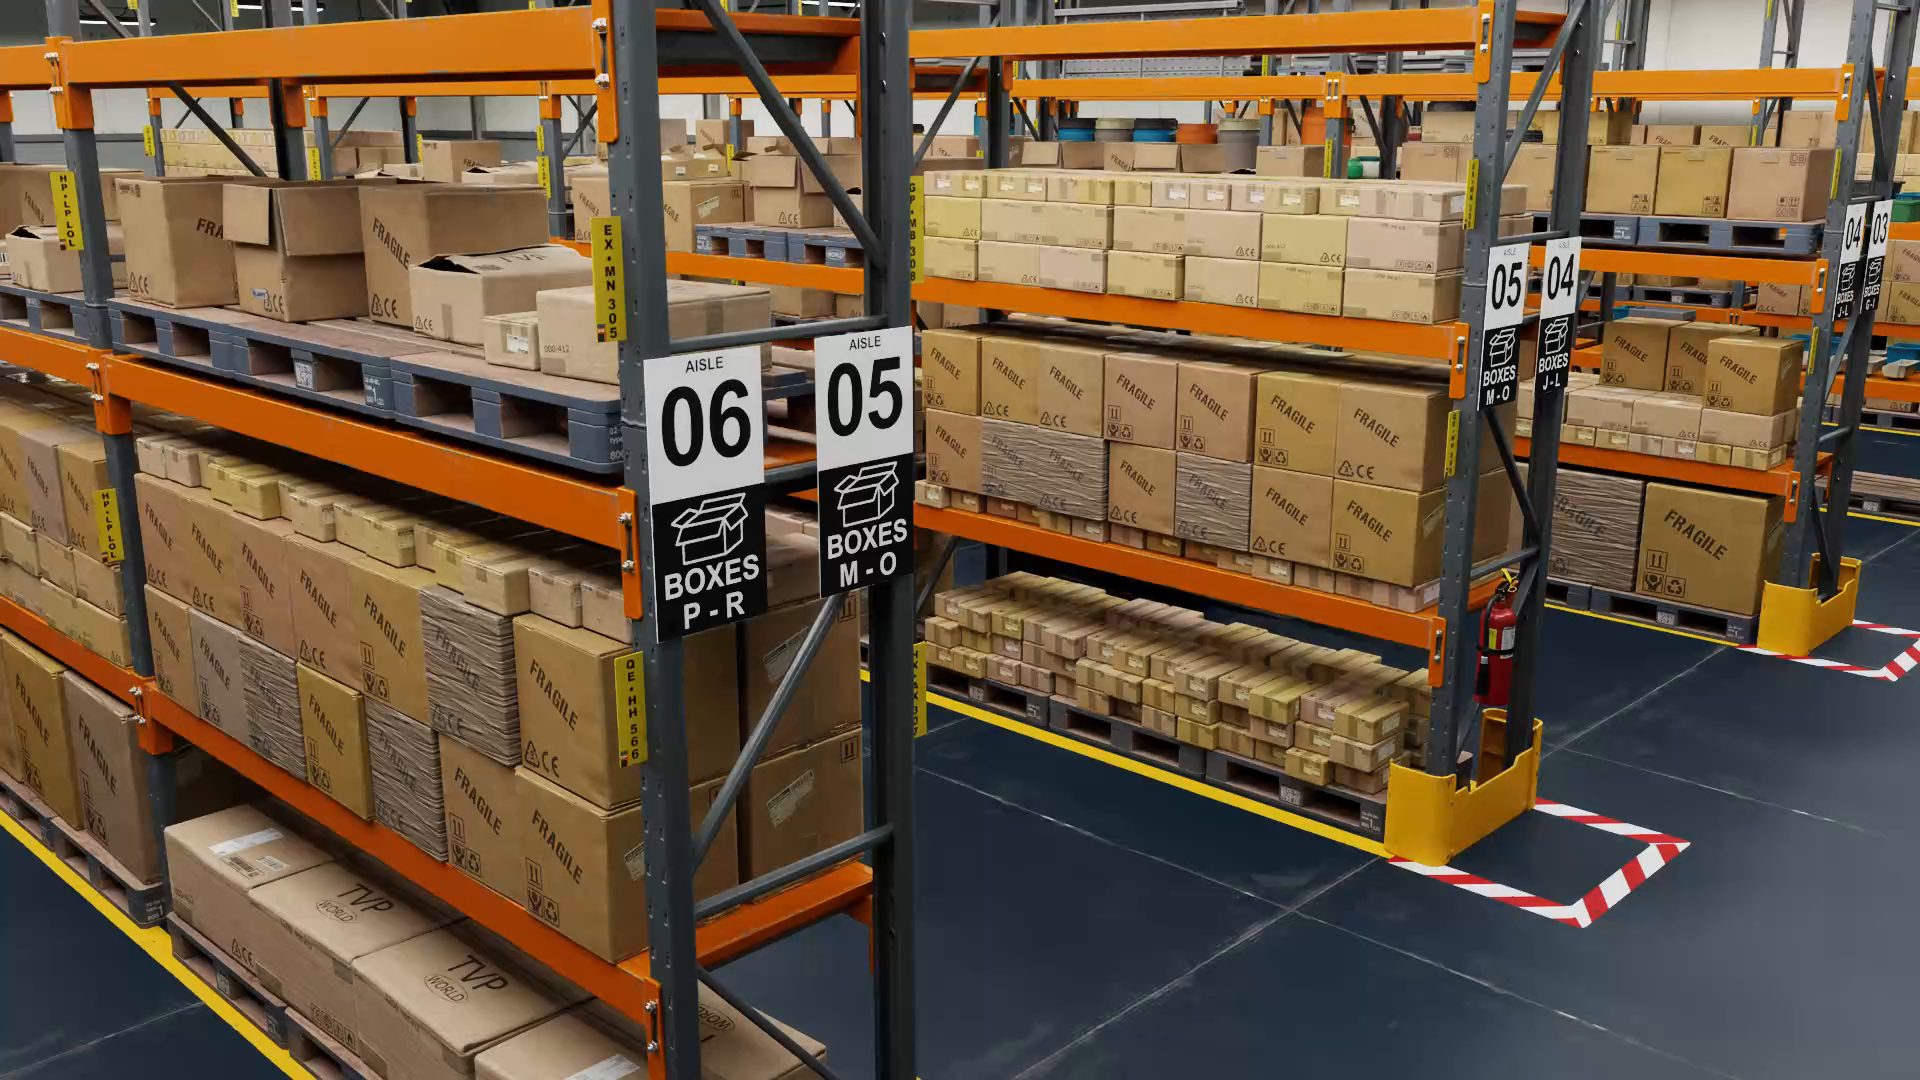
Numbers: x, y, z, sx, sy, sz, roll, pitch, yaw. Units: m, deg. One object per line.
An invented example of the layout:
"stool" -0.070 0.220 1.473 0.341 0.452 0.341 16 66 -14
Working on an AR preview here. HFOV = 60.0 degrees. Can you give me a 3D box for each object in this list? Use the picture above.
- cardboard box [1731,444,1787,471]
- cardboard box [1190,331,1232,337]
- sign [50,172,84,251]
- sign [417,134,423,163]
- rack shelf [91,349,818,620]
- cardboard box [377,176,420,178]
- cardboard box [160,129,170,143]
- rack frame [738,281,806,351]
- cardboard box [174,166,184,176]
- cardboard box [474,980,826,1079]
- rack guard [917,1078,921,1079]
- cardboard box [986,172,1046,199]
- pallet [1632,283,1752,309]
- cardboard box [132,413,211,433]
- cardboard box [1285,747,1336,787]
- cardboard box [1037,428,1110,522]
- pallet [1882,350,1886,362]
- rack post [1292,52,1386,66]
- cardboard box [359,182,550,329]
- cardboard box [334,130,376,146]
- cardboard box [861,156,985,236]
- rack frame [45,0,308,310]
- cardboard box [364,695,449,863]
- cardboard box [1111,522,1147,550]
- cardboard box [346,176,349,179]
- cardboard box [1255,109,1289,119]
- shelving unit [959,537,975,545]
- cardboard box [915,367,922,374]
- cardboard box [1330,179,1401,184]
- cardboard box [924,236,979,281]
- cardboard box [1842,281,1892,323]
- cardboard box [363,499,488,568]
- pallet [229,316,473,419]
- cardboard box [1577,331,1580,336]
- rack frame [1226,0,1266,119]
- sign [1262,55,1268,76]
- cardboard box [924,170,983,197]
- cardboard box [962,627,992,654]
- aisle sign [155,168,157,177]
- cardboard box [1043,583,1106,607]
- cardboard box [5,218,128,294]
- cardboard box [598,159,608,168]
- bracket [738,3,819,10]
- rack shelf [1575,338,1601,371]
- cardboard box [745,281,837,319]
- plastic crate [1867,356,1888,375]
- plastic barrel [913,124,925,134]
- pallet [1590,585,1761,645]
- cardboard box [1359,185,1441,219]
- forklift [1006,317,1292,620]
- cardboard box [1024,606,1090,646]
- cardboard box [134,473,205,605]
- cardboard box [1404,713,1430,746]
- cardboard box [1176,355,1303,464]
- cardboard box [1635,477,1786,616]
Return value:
"cardboard box" 5.856 -0.622 12.184 0.380 0.149 0.250 -14 20 -43
"cardboard box" 2.509 -2.207 15.583 0.637 0.503 0.797 14 20 43
"sign" -3.787 -1.396 7.059 0.005 0.325 0.100 14 20 42
"sign" -5.444 -3.912 16.717 0.005 0.325 0.100 14 20 42
"rack shelf" -1.978 -0.395 6.295 4.000 0.370 1.077 14 20 42
"cardboard box" -5.239 -3.313 15.534 0.380 0.149 0.250 14 20 42
"cardboard box" -8.674 -4.509 18.544 0.250 0.149 0.380 14 20 43
"rack frame" -2.298 -2.841 20.203 0.127 3.000 1.000 14 20 42
"cardboard box" -8.485 -4.077 18.466 0.250 0.149 0.380 14 20 43
"cardboard box" -1.083 1.998 5.883 0.875 0.438 0.875 13 19 40
"rack guard" -0.521 2.272 5.539 0.348 0.500 1.175 14 20 42
"cardboard box" 0.379 -2.190 10.271 0.250 0.149 0.380 13 20 42
"pallet" 9.840 -3.305 22.365 1.213 0.211 1.003 14 20 42
"cardboard box" -3.920 -0.387 8.606 0.500 0.500 0.500 14 20 42
"cardboard box" 2.046 1.238 9.373 0.380 0.149 0.250 -14 20 -42
"cardboard box" 0.826 -0.438 10.193 0.500 0.500 0.500 13 20 41
"pallet" 14.268 -2.641 24.968 1.213 0.211 1.003 14 20 42
"rack post" 4.569 -5.787 19.762 0.937 0.300 0.954 14 20 42
"cardboard box" -1.885 -1.073 6.242 0.500 0.500 0.500 14 20 43
"cardboard box" -6.206 -4.140 17.125 0.250 0.149 0.380 13 20 42
"cardboard box" -0.251 -2.347 11.330 0.500 0.500 0.700 14 20 42
"rack frame" -3.418 -2.545 7.170 0.127 3.000 1.000 14 20 42
"cardboard box" -1.797 0.795 6.053 0.500 0.500 0.500 -14 20 -43
"cardboard box" 1.129 -0.067 10.057 0.380 0.149 0.250 -14 20 -42
"cardboard box" -6.206 -3.754 17.226 0.250 0.149 0.380 14 20 42
"cardboard box" 5.948 -7.935 31.586 0.500 0.500 0.500 -14 20 -43
"shelving unit" 0.006 -0.434 15.131 0.210 0.900 0.258 14 20 42
"cardboard box" -0.406 -1.173 12.288 0.250 0.149 0.380 14 20 43
"cardboard box" 2.260 -1.921 9.240 0.250 0.149 0.380 14 20 43
"cardboard box" 0.095 -1.808 10.588 0.500 0.250 0.500 -13 20 -41
"cardboard box" 11.247 -2.971 20.504 0.500 0.500 0.500 14 20 42
"cardboard box" -1.892 -0.028 5.939 0.380 0.149 0.250 -14 20 -43
"pallet" -1.962 -0.692 6.183 1.213 0.211 1.003 14 20 42
"cardboard box" 8.669 -2.730 23.862 0.500 0.500 0.500 13 19 40
"rack frame" 4.581 -7.541 26.345 0.127 3.000 1.000 14 20 42
"sign" 3.643 -5.685 19.863 0.005 0.325 0.100 14 20 42
"cardboard box" -0.013 -2.277 10.606 0.250 0.149 0.380 13 20 41
"cardboard box" 0.229 0.624 11.138 0.250 0.149 0.380 14 20 43
"aisle sign" -8.952 -3.874 19.013 0.004 0.787 0.394 14 20 42
"cardboard box" 0.778 0.425 11.310 0.250 0.149 0.380 13 20 42
"cardboard box" -4.198 -1.370 7.952 0.500 0.311 0.500 14 20 42
"cardboard box" -4.434 -4.834 21.410 0.250 0.149 0.380 14 20 42
"bracket" -4.810 -13.480 41.997 4.783 0.066 0.076 14 20 42
"rack shelf" 5.459 -2.341 19.714 4.000 0.370 1.077 14 20 42
"cardboard box" -1.823 -3.170 19.443 1.000 1.000 1.000 14 20 43
"plastic crate" 8.867 -1.704 16.245 0.243 0.136 0.396 14 20 42
"plastic barrel" -0.831 -6.009 25.208 0.600 0.588 0.600 0 15 0
"pallet" 5.711 0.483 12.977 1.213 0.211 1.003 14 20 42
"cardboard box" 2.257 -1.734 8.521 0.250 0.149 0.380 14 20 43
"forklift" 1.606 -0.960 13.123 1.130 2.935 3.031 -13 20 -41
"cardboard box" 0.627 0.564 10.777 0.250 0.149 0.380 13 19 41
"cardboard box" -3.243 -0.047 7.299 0.500 0.500 0.500 14 20 43
"cardboard box" 2.626 1.036 9.555 0.380 0.149 0.250 -14 20 -42
"cardboard box" 1.578 -0.747 9.397 0.500 0.500 0.500 -13 20 -41
"cardboard box" 5.824 -0.013 12.732 0.875 0.875 0.875 14 20 42
